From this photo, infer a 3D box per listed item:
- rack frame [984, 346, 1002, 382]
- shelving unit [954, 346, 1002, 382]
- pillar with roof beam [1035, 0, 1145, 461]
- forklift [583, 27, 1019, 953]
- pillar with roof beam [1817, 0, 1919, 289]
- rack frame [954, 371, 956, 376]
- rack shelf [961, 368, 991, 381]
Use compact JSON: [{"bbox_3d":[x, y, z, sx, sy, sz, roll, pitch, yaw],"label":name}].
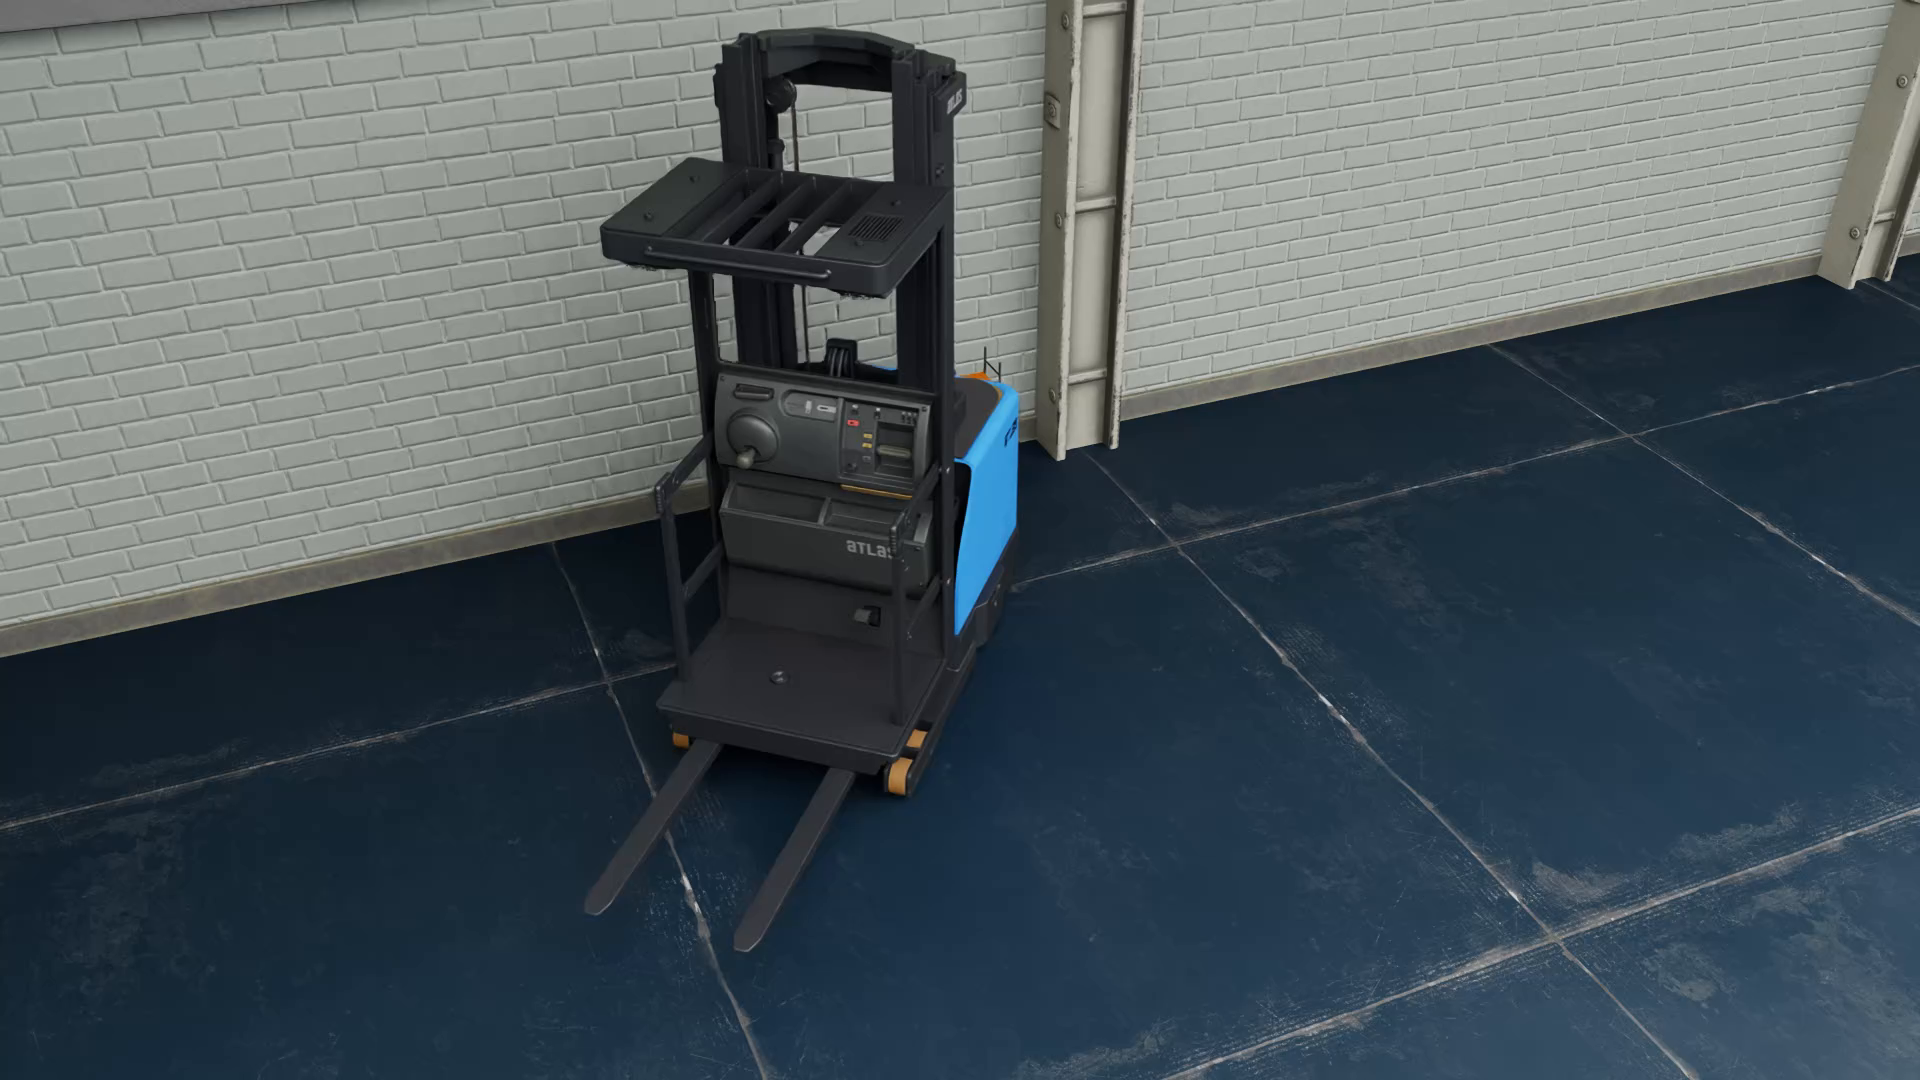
[{"bbox_3d":[0.162,-0.477,8.521,0.008,1.050,0.200,-13,35,-19],"label":"rack frame"},{"bbox_3d":[0.049,-0.451,8.481,0.252,1.050,0.215,-13,35,-19],"label":"shelving unit"},{"bbox_3d":[2.338,-2.176,3.843,0.400,9.000,9.100,-13,35,-19],"label":"pillar with roof beam"},{"bbox_3d":[-0.633,-0.386,6.655,1.130,2.935,3.031,10,34,15],"label":"forklift"},{"bbox_3d":[7.870,-3.443,5.790,0.400,9.000,9.100,-13,35,-19],"label":"pillar with roof beam"},{"bbox_3d":[-0.063,-0.426,8.441,0.008,1.050,0.200,-13,35,-19],"label":"rack frame"},{"bbox_3d":[0.049,-0.680,8.332,0.240,0.259,0.215,-13,35,-19],"label":"rack shelf"}]
